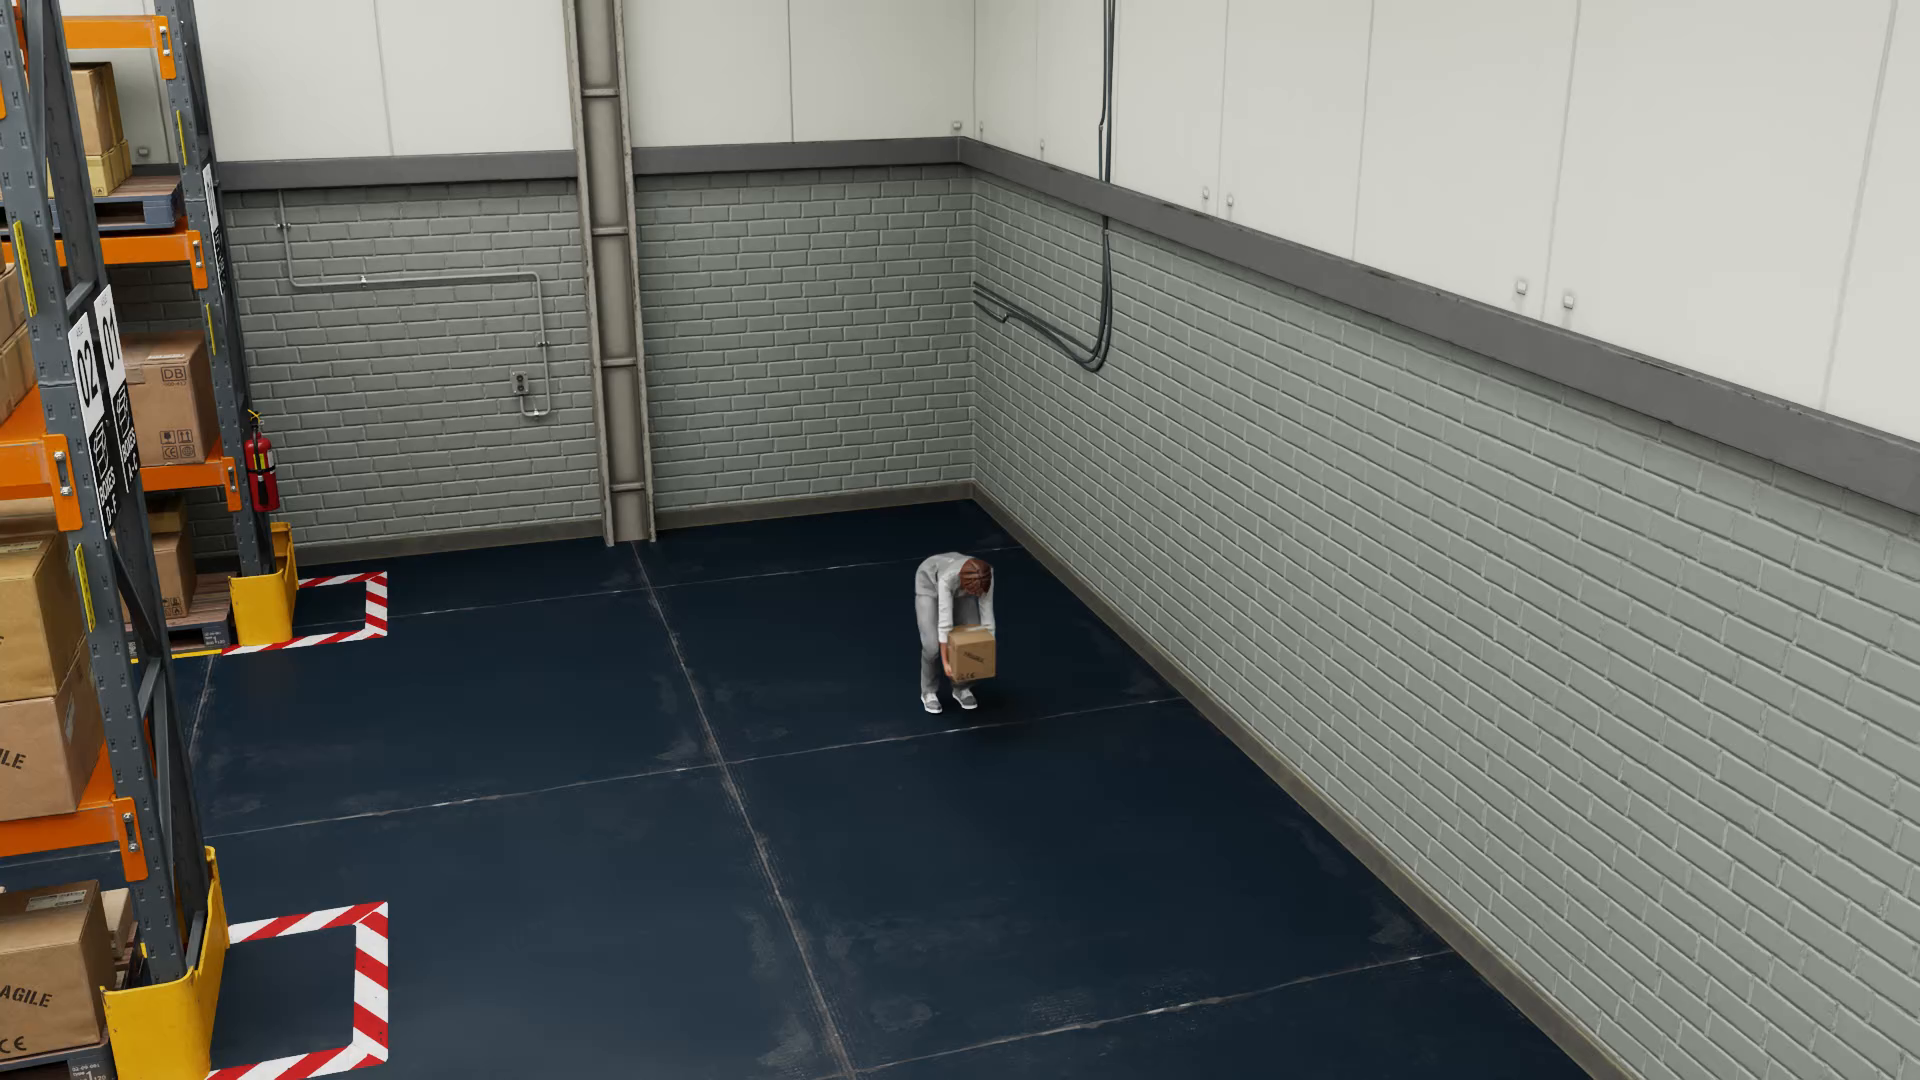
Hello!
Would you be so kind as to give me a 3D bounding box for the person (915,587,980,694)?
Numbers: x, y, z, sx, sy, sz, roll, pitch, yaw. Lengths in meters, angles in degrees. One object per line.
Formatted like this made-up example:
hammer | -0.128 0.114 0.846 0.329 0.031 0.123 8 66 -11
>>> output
person | -0.087 0.596 10.396 0.398 0.792 0.365 -7 21 -19
